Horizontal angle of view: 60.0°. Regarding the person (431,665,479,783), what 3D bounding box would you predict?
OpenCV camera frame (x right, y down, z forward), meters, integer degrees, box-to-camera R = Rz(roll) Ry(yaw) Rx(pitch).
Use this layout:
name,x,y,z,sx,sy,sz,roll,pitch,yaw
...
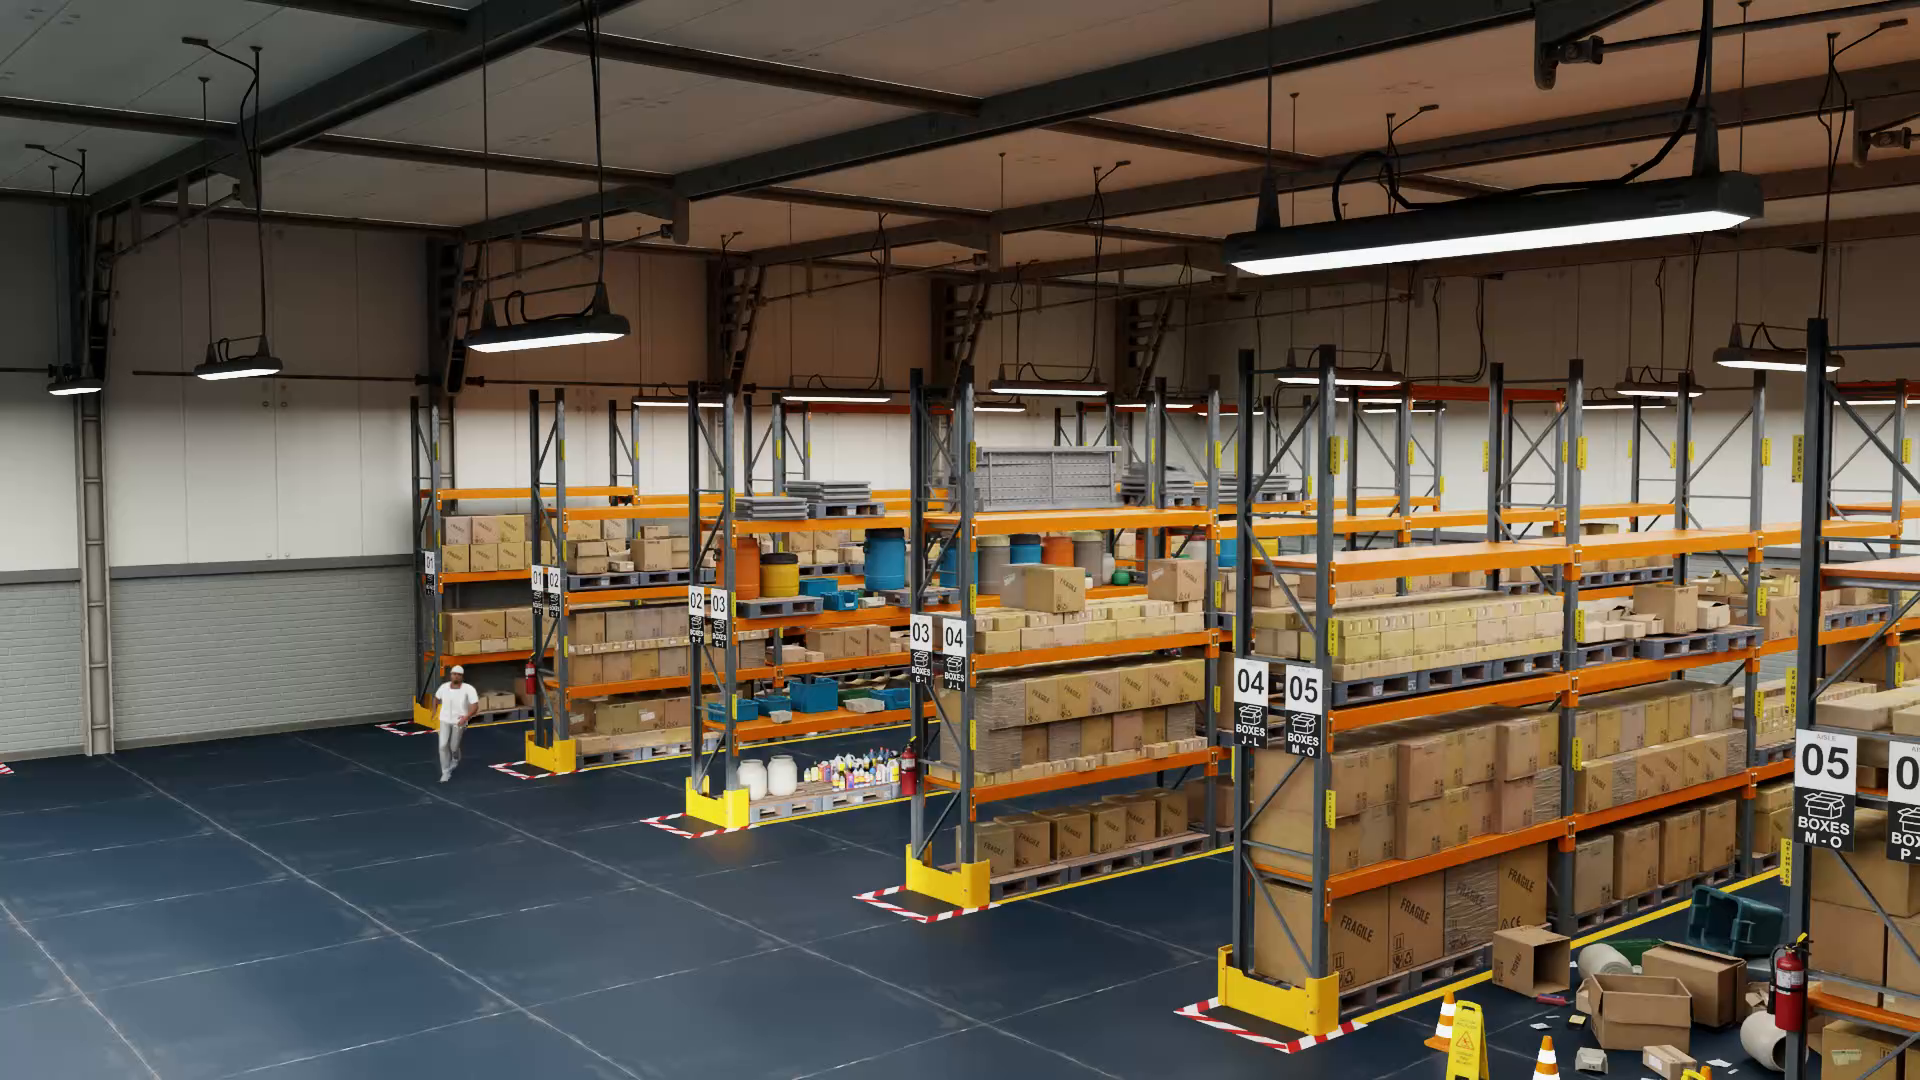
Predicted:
name,x,y,z,sx,sy,sz,roll,pitch,yaw
person,-7.764,2.797,25.535,0.730,1.750,0.765,0,3,-1
